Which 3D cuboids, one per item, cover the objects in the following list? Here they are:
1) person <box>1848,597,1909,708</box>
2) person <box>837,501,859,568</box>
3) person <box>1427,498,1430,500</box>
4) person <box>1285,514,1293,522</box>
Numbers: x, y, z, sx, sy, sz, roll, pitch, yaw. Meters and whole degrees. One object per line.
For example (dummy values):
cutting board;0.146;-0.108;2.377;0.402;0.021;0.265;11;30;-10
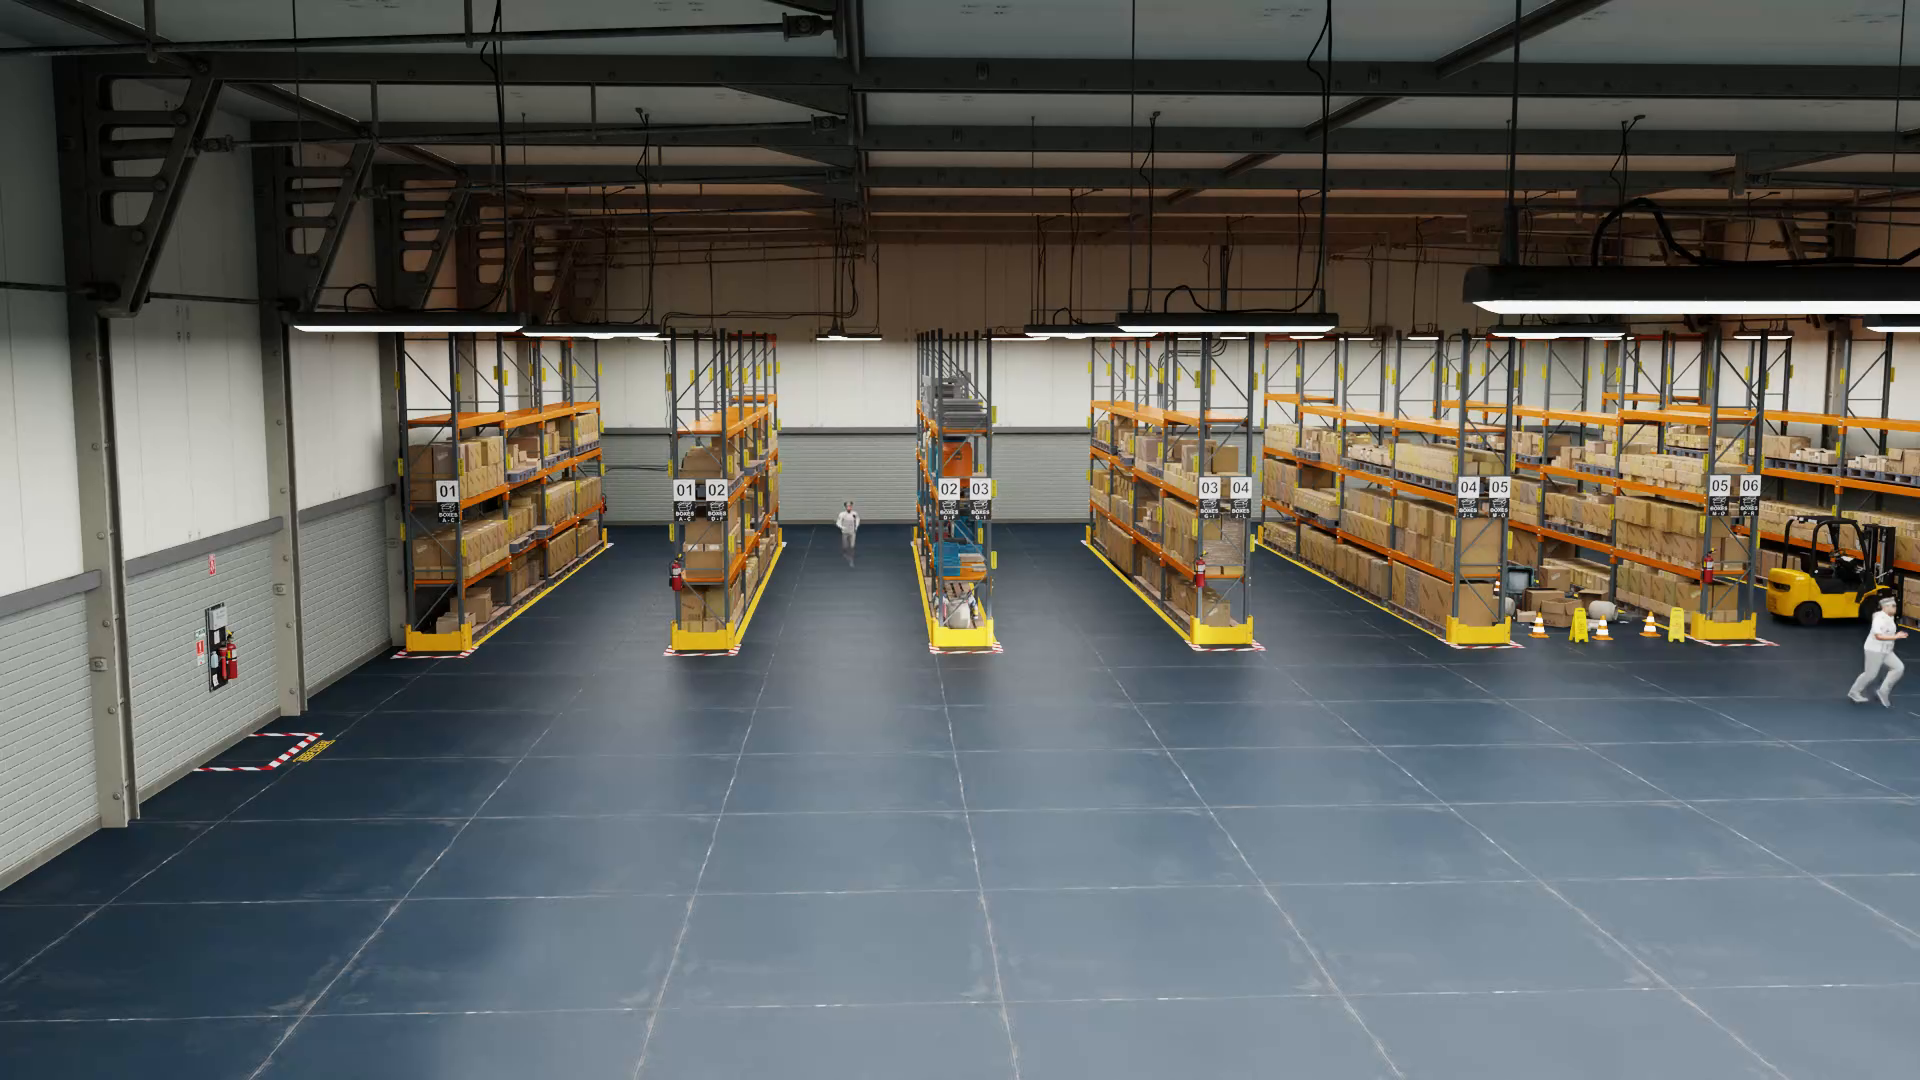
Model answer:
person;14.532;1.764;26.282;0.690;1.797;0.846;-6;9;-43
person;-2.899;-0.169;43.022;0.583;1.703;1.093;-1;7;-5
person;14.099;-0.927;49.545;0.644;1.682;0.650;4;8;29
person;9.798;-0.835;48.989;0.769;1.636;0.607;-2;7;-19
